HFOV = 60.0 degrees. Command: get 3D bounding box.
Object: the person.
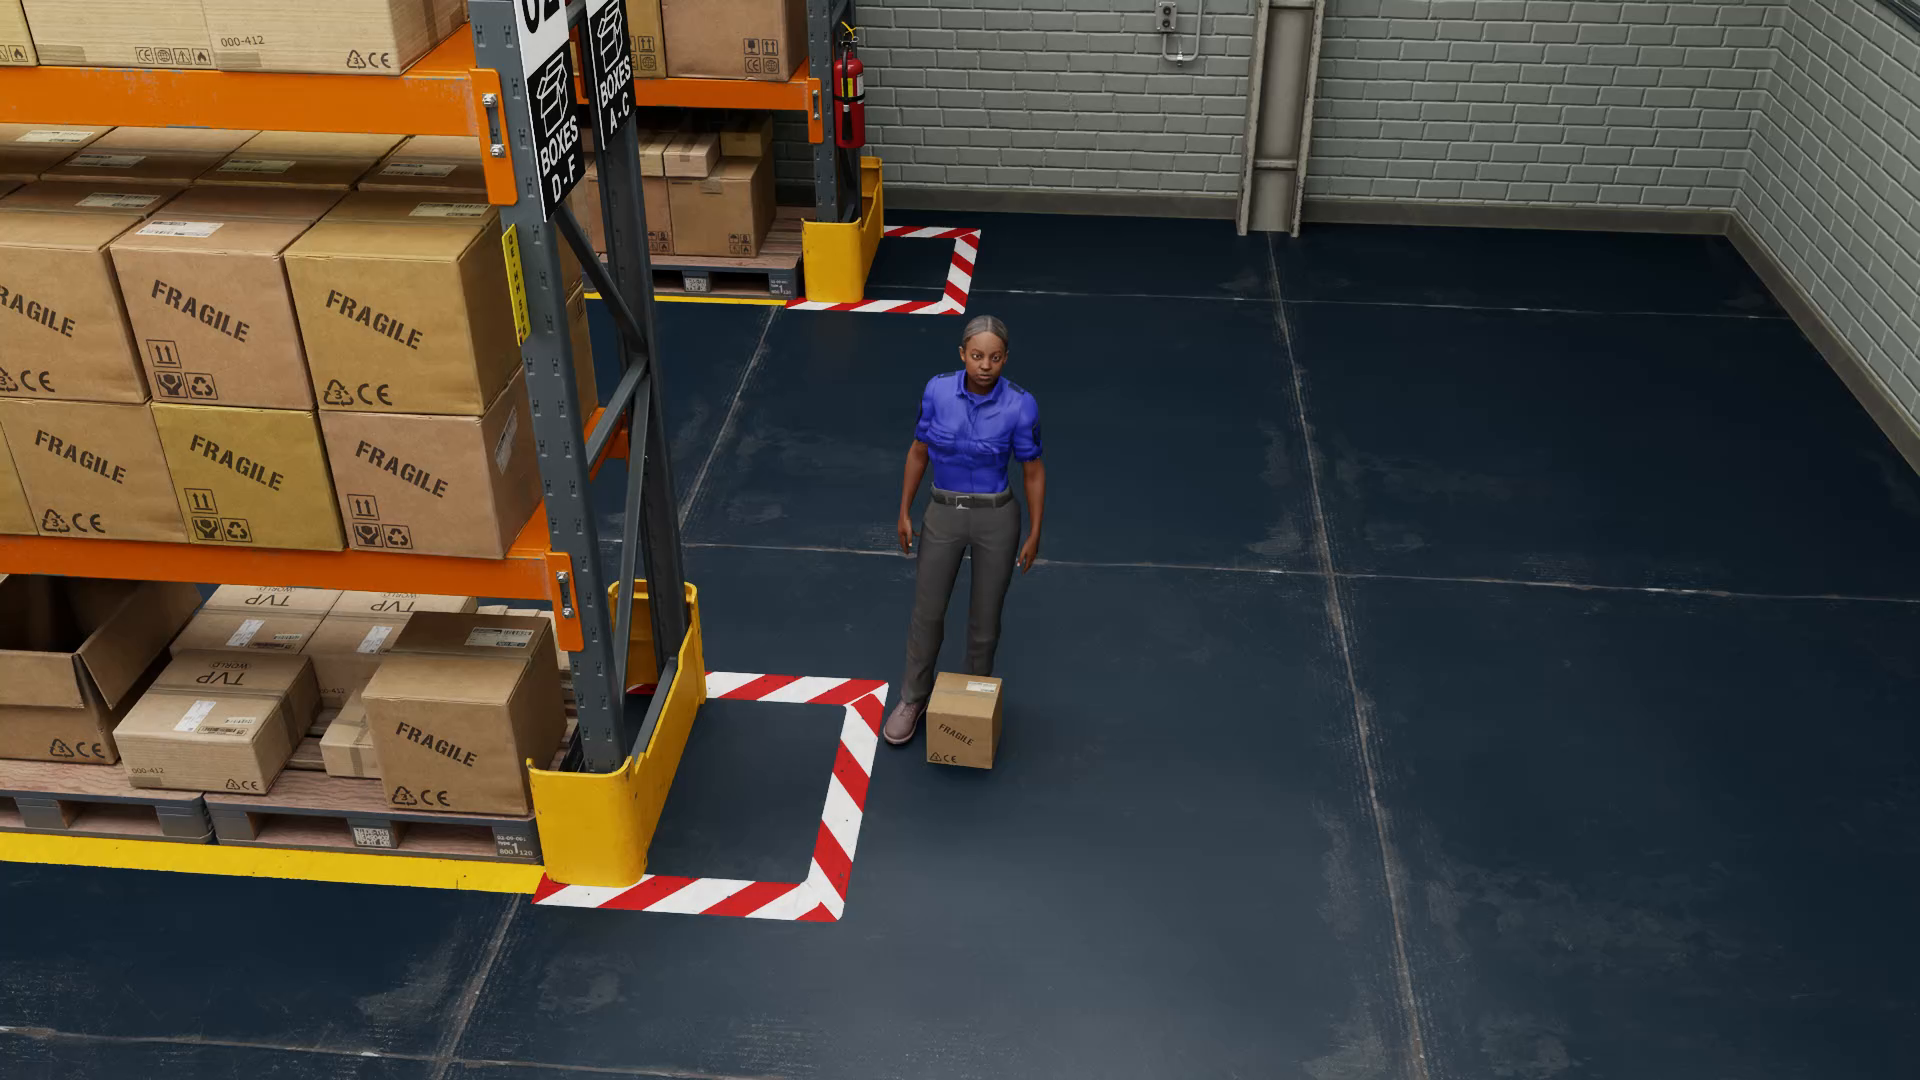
[{"bbox_3d":[0.014,-0.008,6.150,0.570,1.642,0.504,6,33,9],"label":"person"}]
